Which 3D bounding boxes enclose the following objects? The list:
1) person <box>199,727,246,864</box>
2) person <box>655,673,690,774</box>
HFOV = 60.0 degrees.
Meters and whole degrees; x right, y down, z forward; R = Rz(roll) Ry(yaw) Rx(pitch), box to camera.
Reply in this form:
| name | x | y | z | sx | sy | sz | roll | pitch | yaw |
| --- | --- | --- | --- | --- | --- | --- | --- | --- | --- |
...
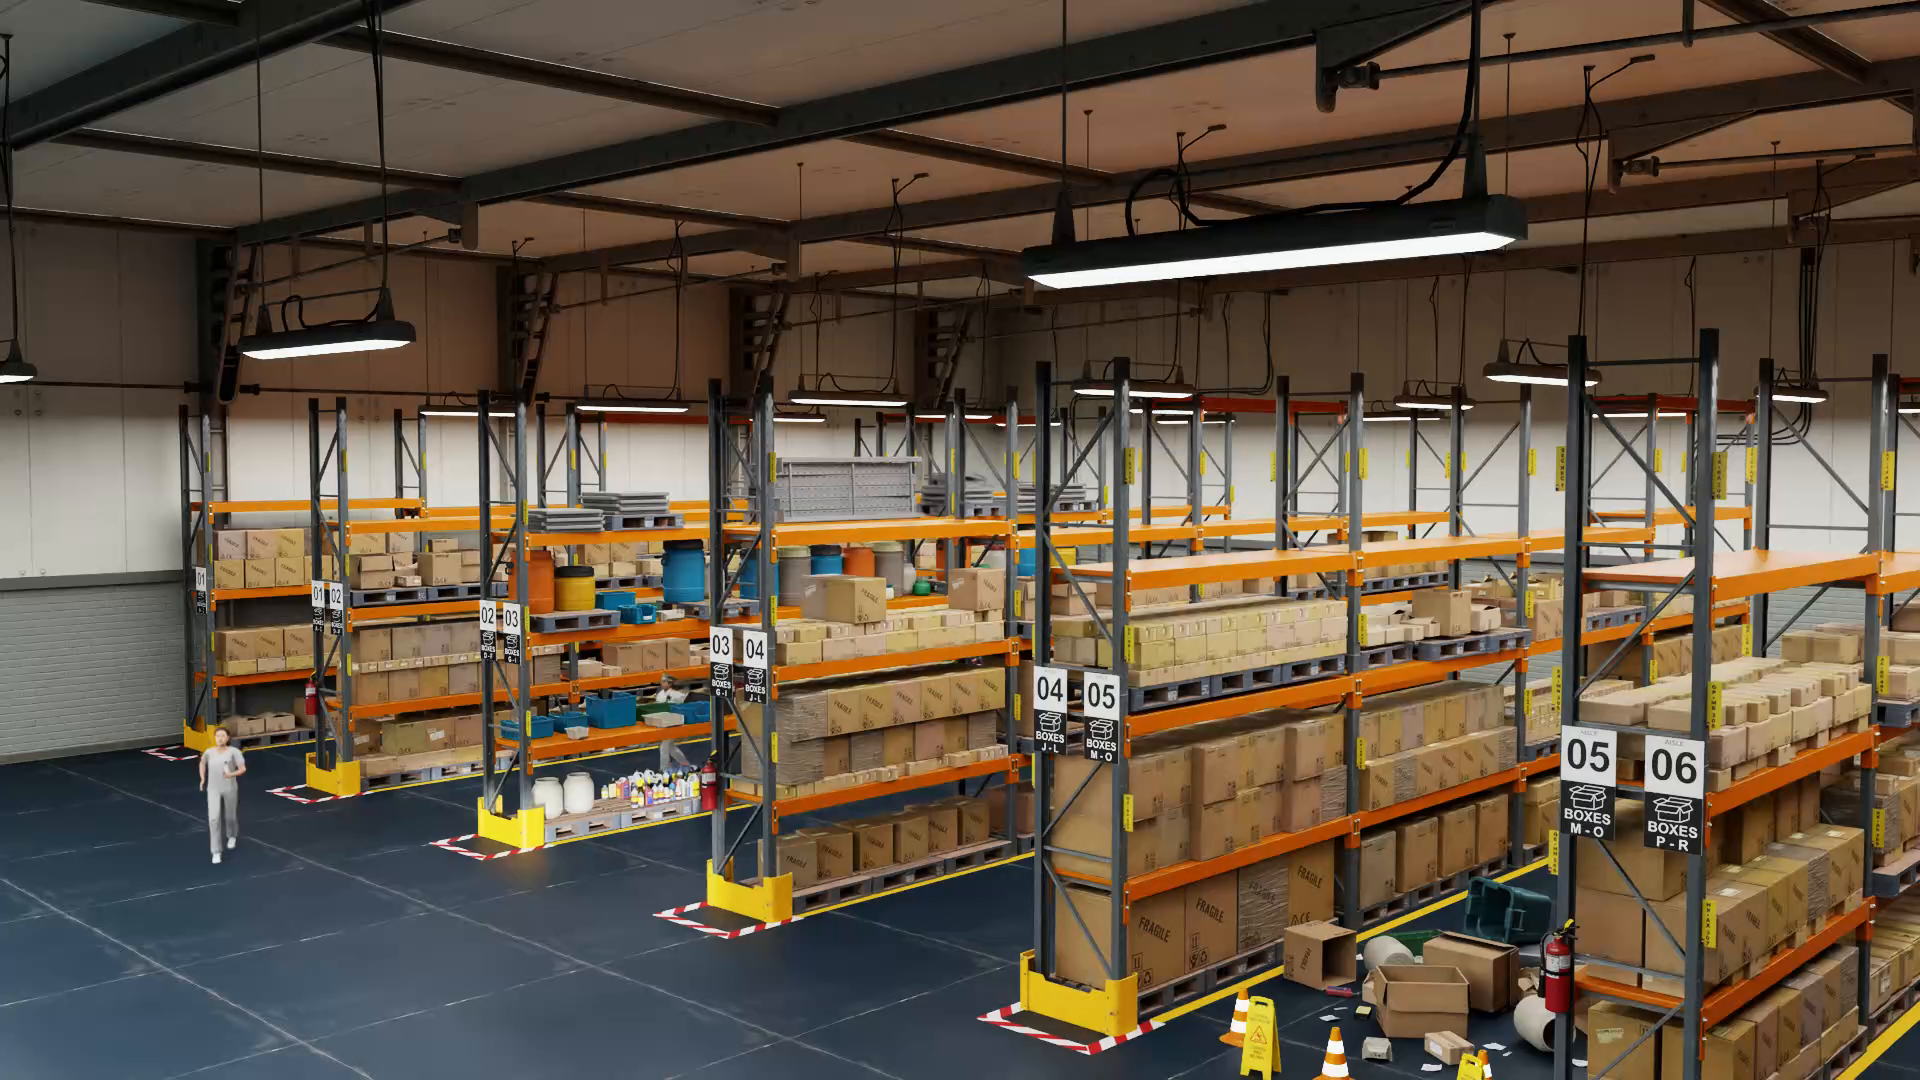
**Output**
| name | x | y | z | sx | sy | sz | roll | pitch | yaw |
| --- | --- | --- | --- | --- | --- | --- | --- | --- | --- |
| person | -9.366 | 3.189 | 21.112 | 0.579 | 1.652 | 0.964 | -1 | 3 | -16 |
| person | -4.533 | 2.937 | 26.043 | 0.612 | 1.748 | 0.805 | 3 | 4 | 44 |
